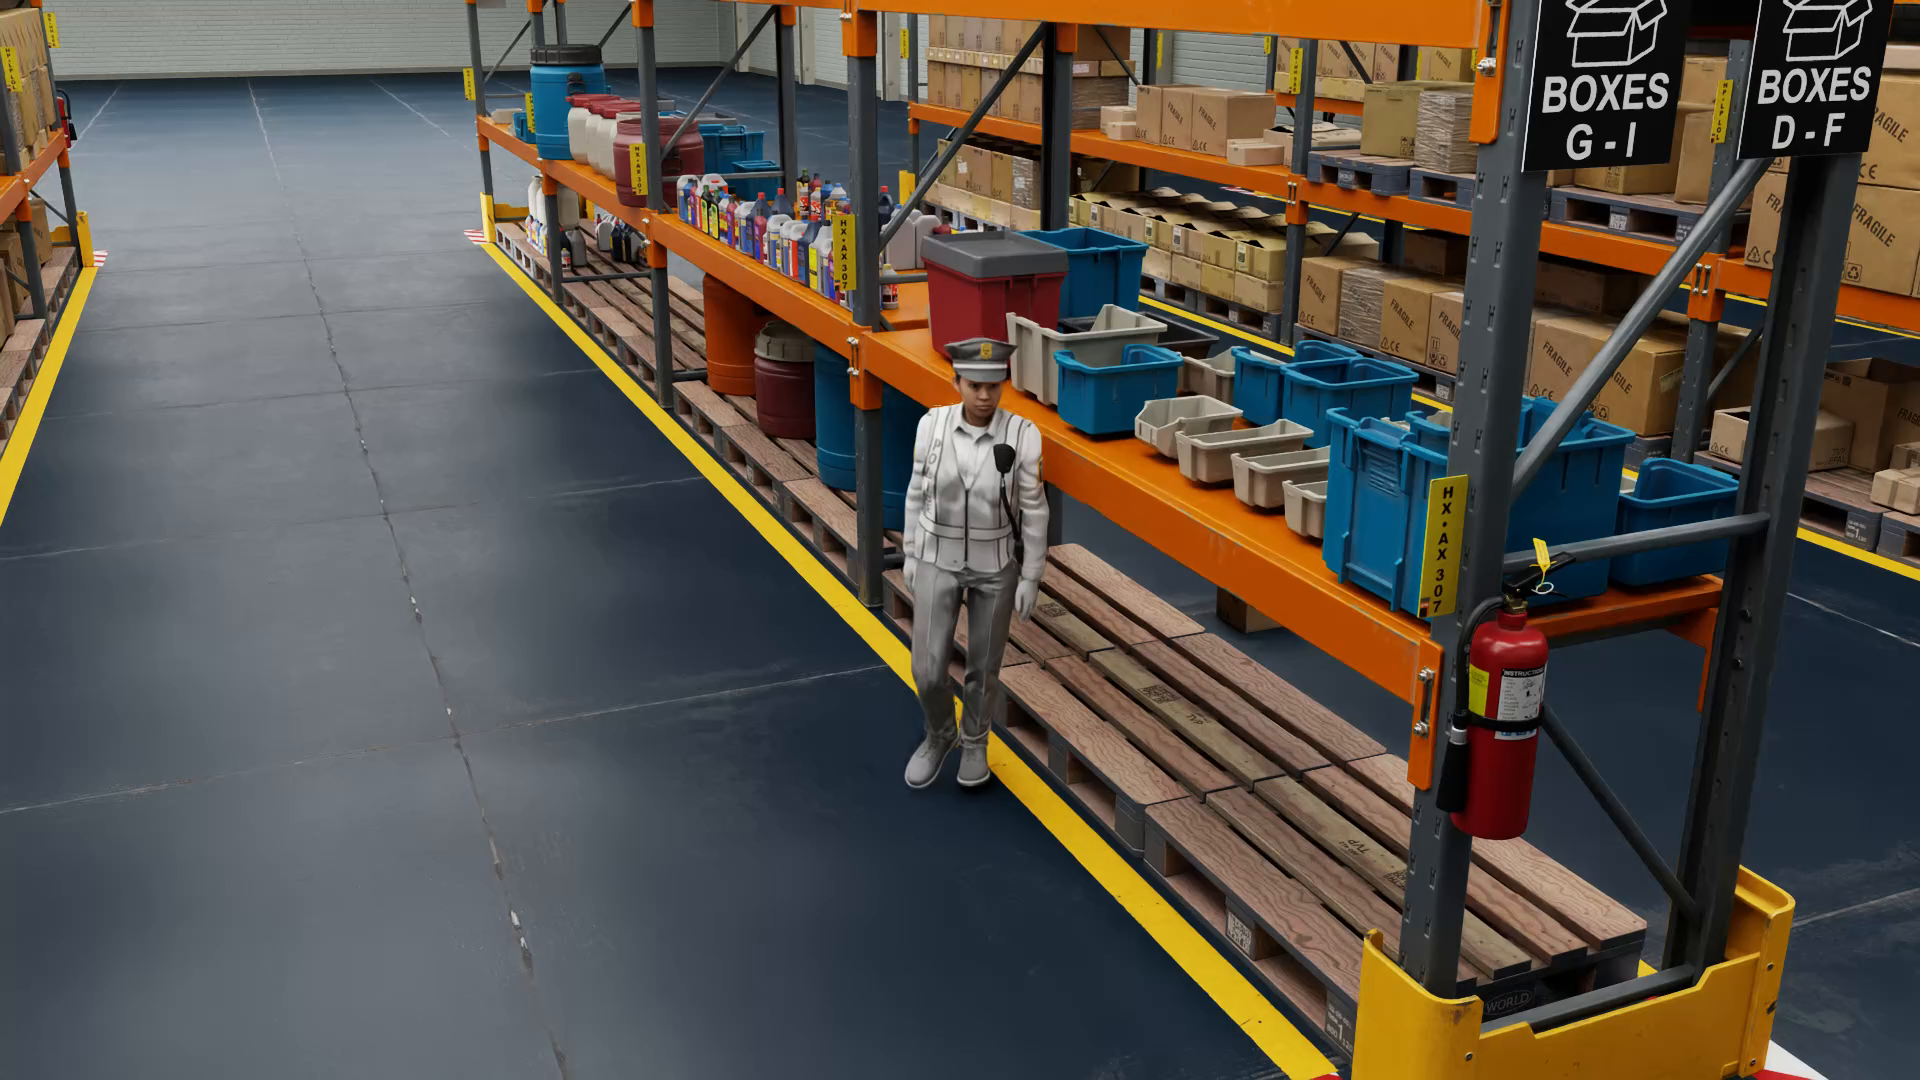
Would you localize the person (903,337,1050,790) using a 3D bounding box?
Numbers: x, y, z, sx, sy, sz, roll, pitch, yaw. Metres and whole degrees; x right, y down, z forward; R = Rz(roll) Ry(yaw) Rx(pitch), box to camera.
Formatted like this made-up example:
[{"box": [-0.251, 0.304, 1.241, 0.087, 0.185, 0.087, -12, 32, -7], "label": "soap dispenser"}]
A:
[{"box": [0.051, 0.094, 5.713, 0.509, 1.662, 0.483, 1, 19, 2], "label": "person"}]
